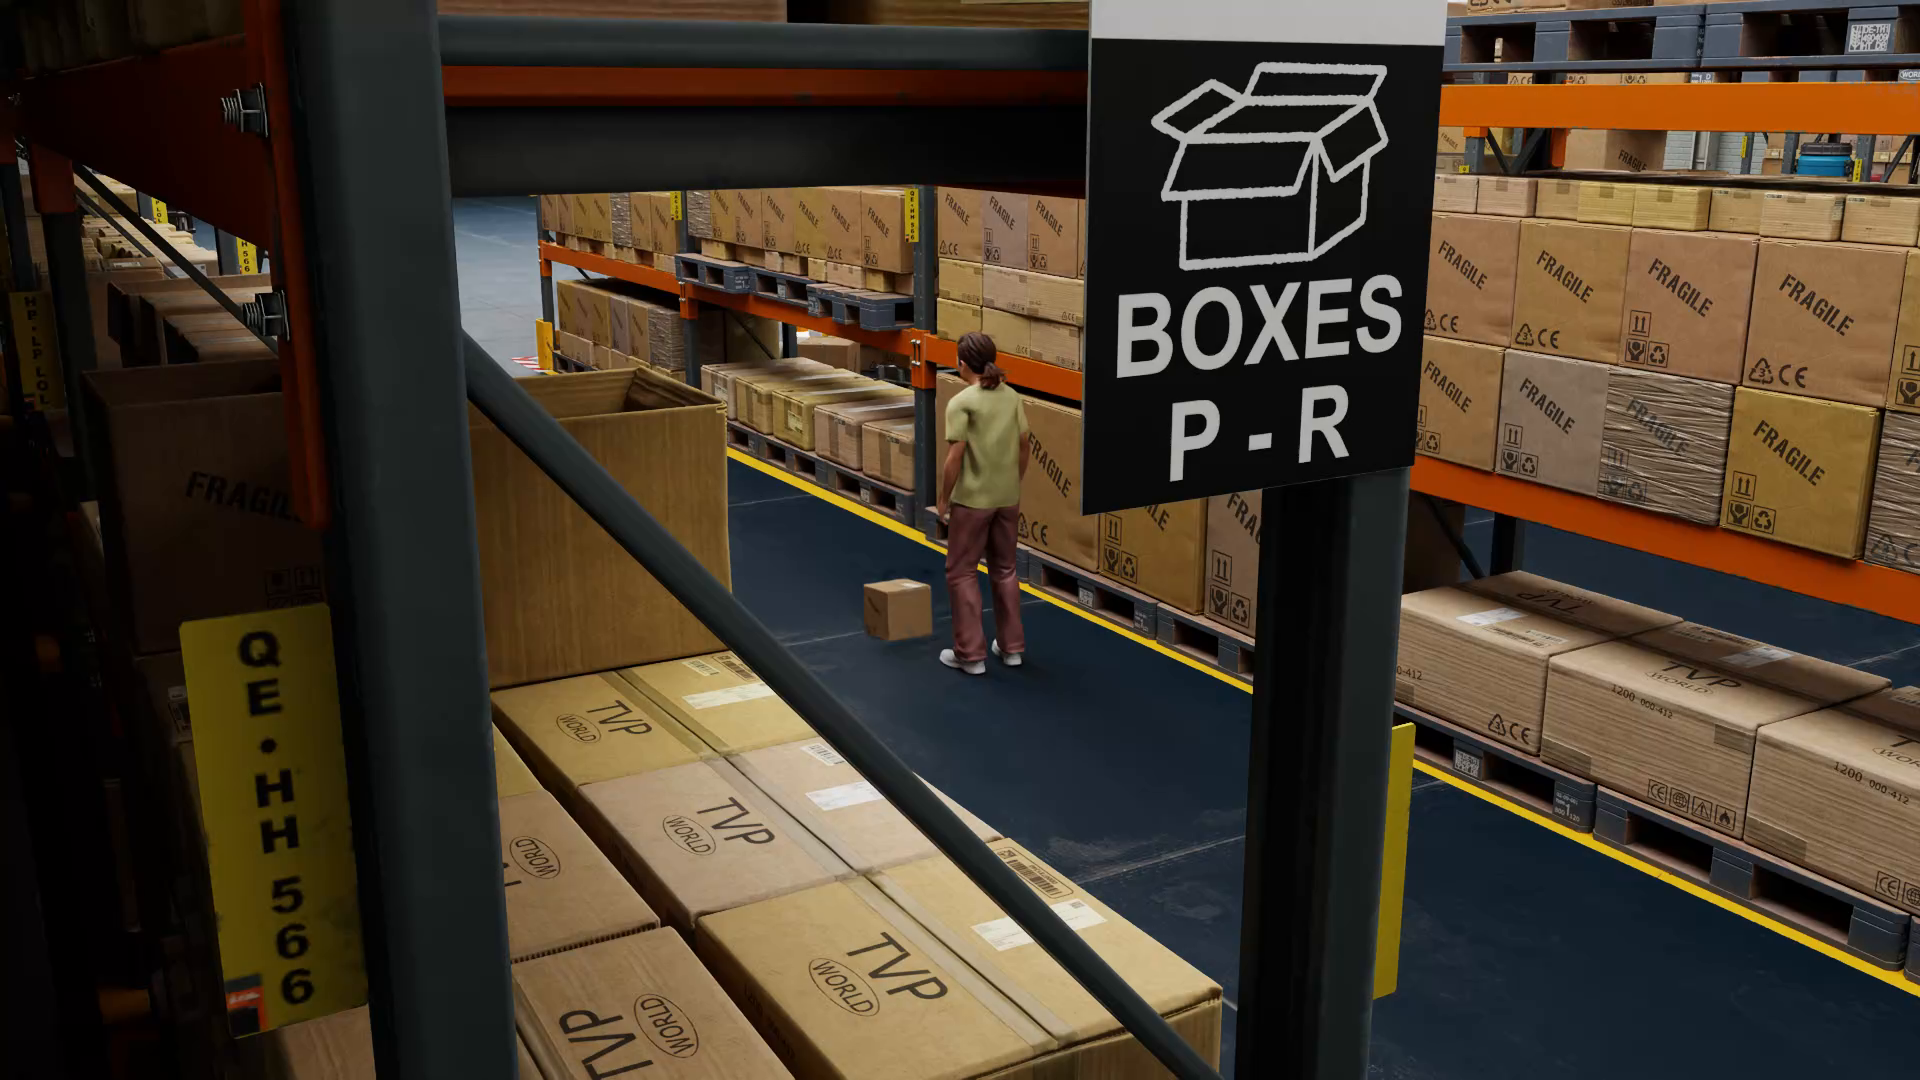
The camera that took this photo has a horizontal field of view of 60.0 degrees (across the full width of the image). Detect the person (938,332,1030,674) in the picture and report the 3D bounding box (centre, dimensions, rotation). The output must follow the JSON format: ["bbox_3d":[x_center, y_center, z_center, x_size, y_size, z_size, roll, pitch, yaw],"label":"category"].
[{"bbox_3d":[0.108,-0.180,8.123,0.488,1.674,0.357,-9,18,-31],"label":"person"}]
